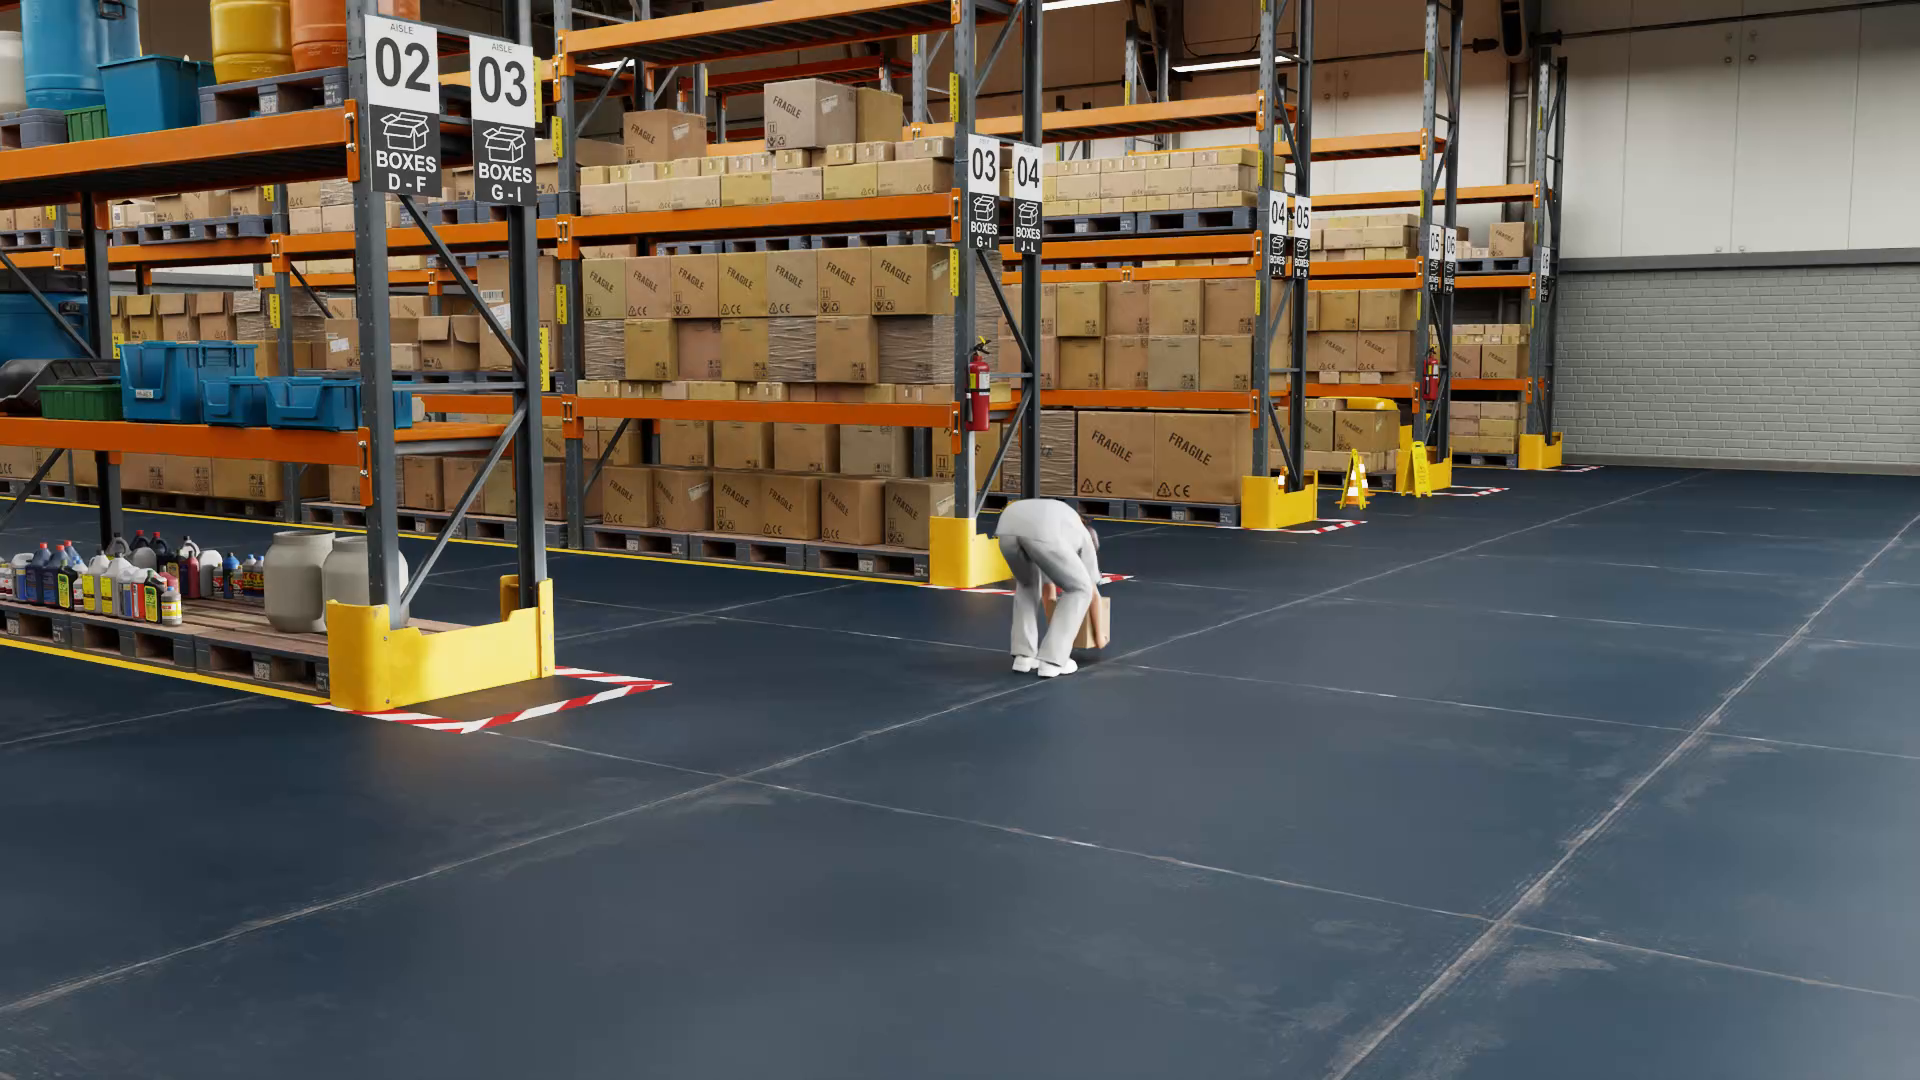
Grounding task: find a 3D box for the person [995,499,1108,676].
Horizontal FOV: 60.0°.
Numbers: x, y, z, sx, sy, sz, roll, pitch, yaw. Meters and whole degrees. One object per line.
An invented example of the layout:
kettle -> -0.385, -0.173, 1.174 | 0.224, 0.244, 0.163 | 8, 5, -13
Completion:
person -> 0.505, 0.224, 8.848 | 0.455, 0.921, 0.852 | 4, 7, 31
